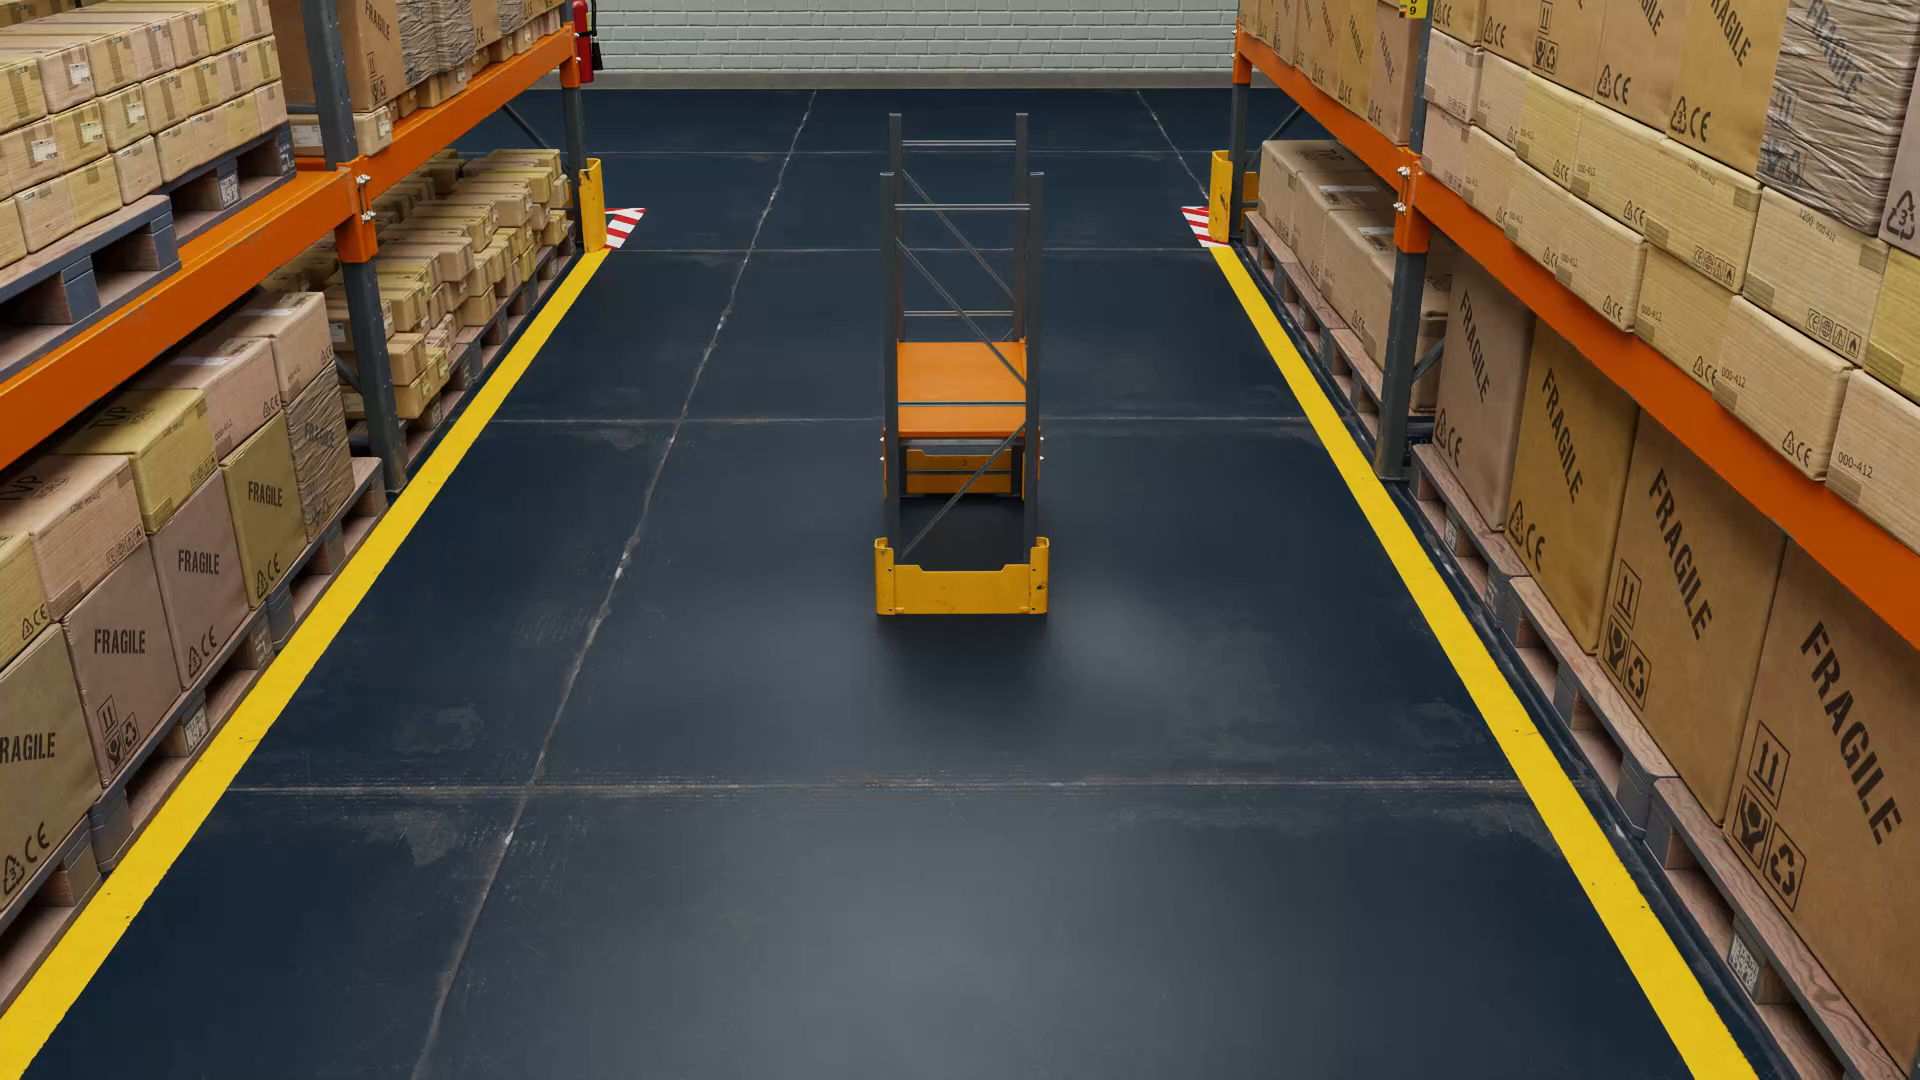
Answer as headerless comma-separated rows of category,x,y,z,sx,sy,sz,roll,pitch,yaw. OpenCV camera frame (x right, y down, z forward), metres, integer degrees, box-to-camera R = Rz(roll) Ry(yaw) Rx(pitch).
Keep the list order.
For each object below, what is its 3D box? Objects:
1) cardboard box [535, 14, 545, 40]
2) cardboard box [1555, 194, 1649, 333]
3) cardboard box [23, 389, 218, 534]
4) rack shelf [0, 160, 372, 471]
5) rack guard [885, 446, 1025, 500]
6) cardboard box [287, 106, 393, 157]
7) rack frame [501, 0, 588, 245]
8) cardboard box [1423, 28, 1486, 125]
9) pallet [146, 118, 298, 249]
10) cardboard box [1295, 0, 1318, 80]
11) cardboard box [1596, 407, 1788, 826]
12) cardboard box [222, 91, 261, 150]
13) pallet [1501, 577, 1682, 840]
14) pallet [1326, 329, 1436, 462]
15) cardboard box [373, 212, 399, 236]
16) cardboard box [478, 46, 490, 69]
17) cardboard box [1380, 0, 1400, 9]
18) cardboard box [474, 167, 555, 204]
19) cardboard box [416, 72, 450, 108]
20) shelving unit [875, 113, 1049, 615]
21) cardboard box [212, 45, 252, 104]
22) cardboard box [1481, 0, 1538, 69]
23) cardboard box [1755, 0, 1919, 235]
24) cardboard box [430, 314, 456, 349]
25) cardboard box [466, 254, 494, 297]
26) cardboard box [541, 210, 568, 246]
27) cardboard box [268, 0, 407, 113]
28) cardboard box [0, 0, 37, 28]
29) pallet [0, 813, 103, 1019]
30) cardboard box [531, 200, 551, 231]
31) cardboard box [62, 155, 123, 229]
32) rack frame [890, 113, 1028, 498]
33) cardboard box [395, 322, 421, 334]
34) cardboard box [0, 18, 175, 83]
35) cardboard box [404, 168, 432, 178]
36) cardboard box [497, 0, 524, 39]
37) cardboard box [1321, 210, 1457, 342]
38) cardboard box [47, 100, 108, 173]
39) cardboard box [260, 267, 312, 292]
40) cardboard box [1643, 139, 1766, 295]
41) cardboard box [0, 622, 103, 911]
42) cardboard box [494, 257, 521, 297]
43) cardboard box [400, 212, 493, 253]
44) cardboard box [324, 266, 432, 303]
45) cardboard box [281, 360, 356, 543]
cardboard box,-2.533,-2.865,9.248,0.380,0.149,0.250,0,24,-1
cardboard box,1.942,-0.749,4.448,0.500,0.250,0.500,-1,24,-1
cardboard box,-2.468,-0.225,4.722,0.500,0.250,0.500,-1,24,-3
rack shelf,-2.719,-0.415,4.400,1.077,0.370,4.000,0,24,-1
rack guard,-0.005,-0.288,6.583,0.587,0.250,0.087,0,24,-1
cardboard box,-2.417,-1.570,6.387,0.380,0.149,0.250,1,24,1
rack frame,-2.784,-3.215,9.718,1.000,3.000,0.127,0,24,-1
cardboard box,1.931,-1.607,5.739,0.500,0.250,0.500,-1,24,-2
pallet,-2.878,-1.163,5.415,1.003,0.211,1.213,0,24,-1
cardboard box,1.925,-2.501,8.018,0.500,0.500,0.500,1,24,1
cardboard box,2.321,0.142,4.365,0.875,0.875,0.875,0,24,0
cardboard box,-2.535,-1.374,5.442,0.380,0.149,0.250,0,24,0
pallet,2.308,0.462,4.973,1.003,0.211,1.213,0,24,-1
pallet,2.278,-0.674,7.483,1.003,0.211,1.213,0,24,-1
cardboard box,-2.986,-1.515,8.189,0.380,0.149,0.250,0,24,0
cardboard box,-2.572,-2.436,8.301,0.380,0.149,0.250,-1,24,-3
cardboard box,1.927,-2.325,6.415,0.500,0.500,0.500,0,24,-1
cardboard box,-2.450,-1.951,9.152,0.380,0.149,0.250,-1,24,-2
cardboard box,-2.484,-2.002,7.342,0.380,0.149,0.250,0,24,0
shelving unit,0.001,-0.652,5.871,0.587,1.500,1.083,0,24,-1
cardboard box,-2.535,-1.507,5.377,0.380,0.149,0.250,0,24,0
cardboard box,1.958,-1.739,5.121,0.500,0.500,0.500,0,24,-1
cardboard box,1.970,-0.907,3.280,0.500,0.500,0.500,0,24,0
cardboard box,-2.534,-0.927,7.609,0.380,0.149,0.250,-1,24,-2
cardboard box,-2.475,-1.278,8.025,0.380,0.149,0.250,0,24,-1
cardboard box,-2.466,-1.786,9.508,0.380,0.149,0.250,0,24,1
cardboard box,-2.494,-1.953,6.445,0.500,0.500,0.500,-1,24,-2
cardboard box,-3.187,-1.635,5.299,0.380,0.149,0.250,0,24,1
pallet,-2.704,1.030,3.716,1.003,0.211,1.213,0,24,-1
cardboard box,-2.486,-1.812,9.206,0.380,0.149,0.250,-1,24,-3
cardboard box,-2.521,-0.944,4.492,0.380,0.149,0.250,1,24,2
rack frame,-0.005,-0.858,6.326,0.500,1.500,0.032,0,24,-1
cardboard box,-2.517,-0.849,7.076,0.380,0.149,0.250,0,24,0
cardboard box,-2.534,-1.425,4.833,0.380,0.149,0.250,0,24,-1
cardboard box,-3.121,-1.943,9.135,0.380,0.149,0.250,0,24,-1
cardboard box,-2.507,-2.791,8.298,0.500,0.500,0.500,0,24,0
cardboard box,2.298,-1.282,8.045,0.875,0.438,0.875,-1,24,-2
cardboard box,-2.521,-1.073,4.416,0.380,0.149,0.250,0,24,0
cardboard box,-3.057,-1.083,7.233,0.380,0.149,0.250,0,24,-1
cardboard box,1.957,-0.762,3.870,0.500,0.250,0.500,-1,24,-2
cardboard box,-2.459,0.530,3.963,0.500,0.500,0.500,0,24,0
cardboard box,-2.485,-1.357,8.561,0.380,0.149,0.250,0,24,0
cardboard box,-2.529,-1.517,8.192,0.380,0.149,0.250,0,24,0
cardboard box,-2.533,-1.091,7.249,0.380,0.149,0.250,-1,24,-1
cardboard box,-2.481,-0.315,5.830,0.500,0.500,0.500,-1,24,-2
